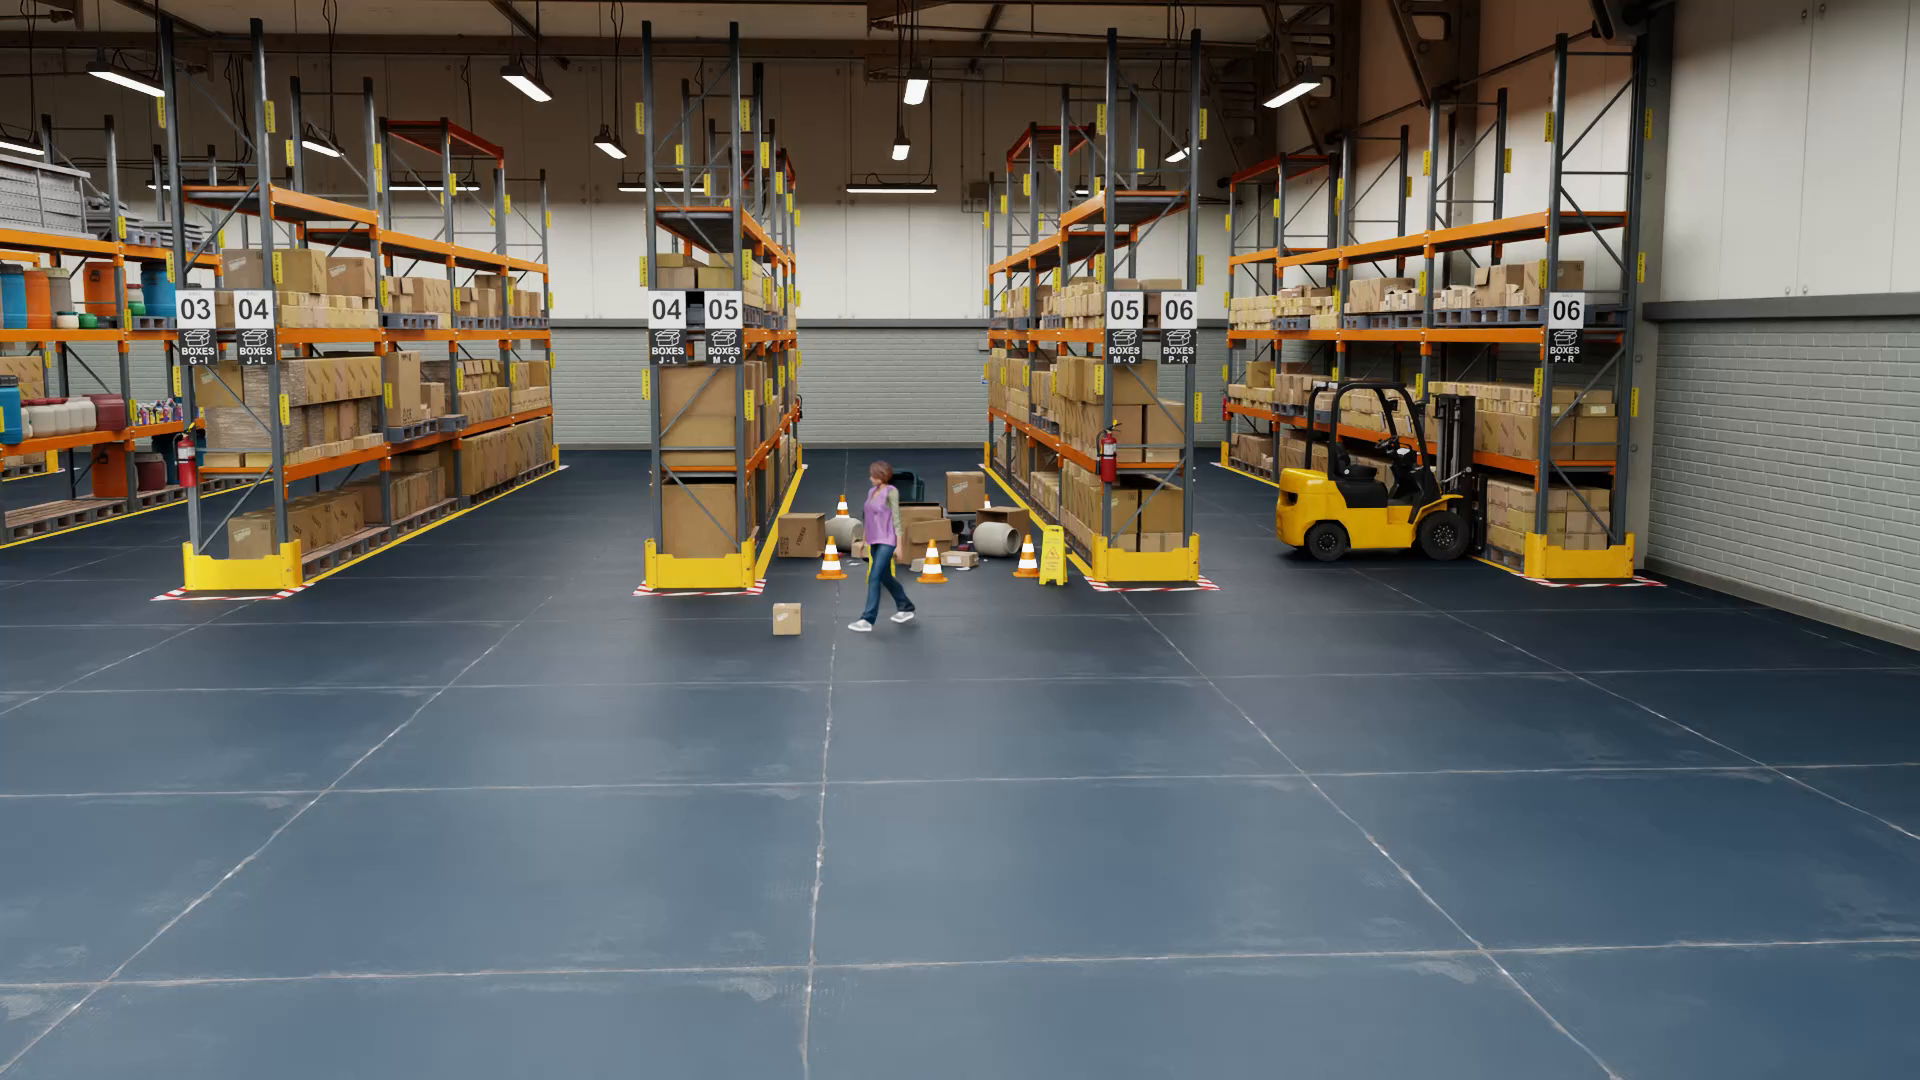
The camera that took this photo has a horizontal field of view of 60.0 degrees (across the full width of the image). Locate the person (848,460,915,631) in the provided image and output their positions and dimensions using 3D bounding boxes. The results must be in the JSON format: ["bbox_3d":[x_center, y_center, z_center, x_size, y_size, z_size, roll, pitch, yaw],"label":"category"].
[{"bbox_3d":[-0.756,0.038,15.456,0.847,1.551,0.450,-5,9,-34],"label":"person"}]
